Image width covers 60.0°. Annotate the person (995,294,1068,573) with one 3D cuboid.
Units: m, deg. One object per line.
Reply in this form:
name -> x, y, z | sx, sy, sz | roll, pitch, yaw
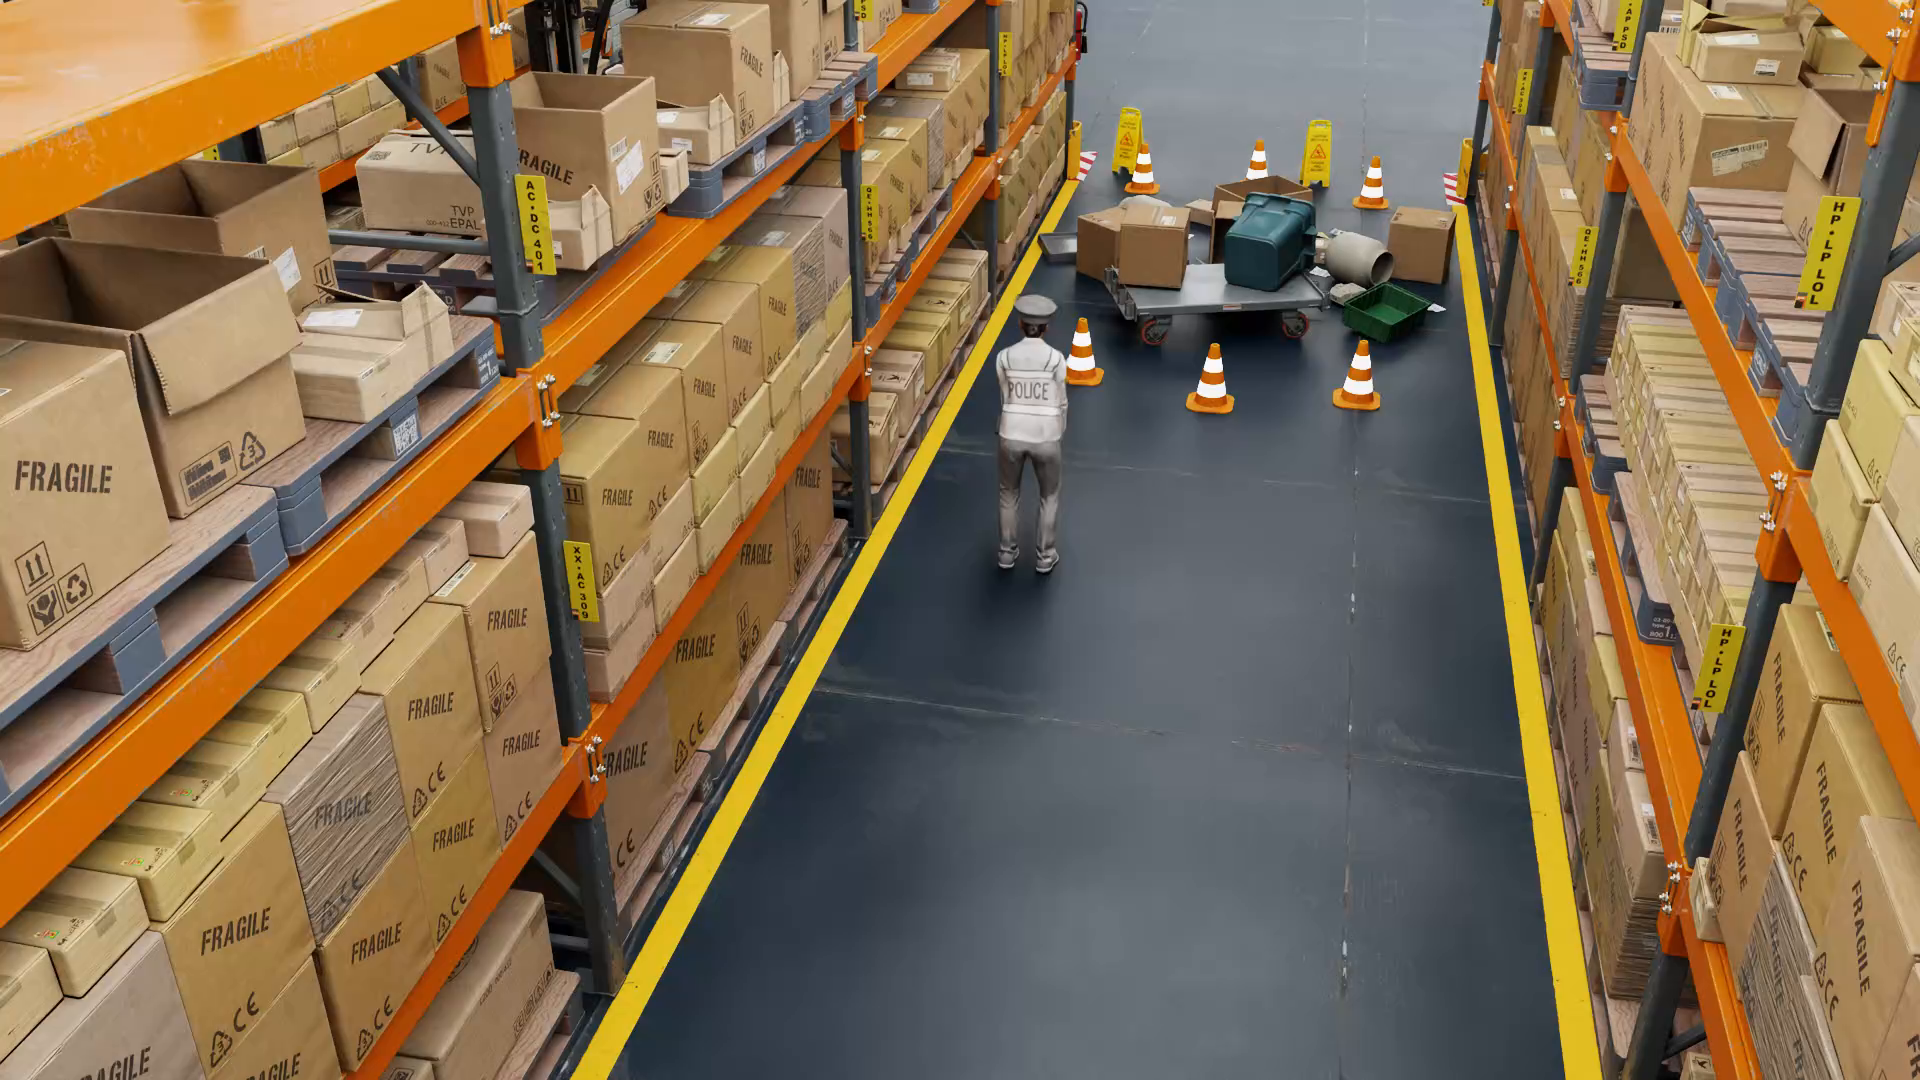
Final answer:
person -> 0.411, -0.612, 9.761 | 0.411, 1.630, 0.560 | 5, 29, 10
